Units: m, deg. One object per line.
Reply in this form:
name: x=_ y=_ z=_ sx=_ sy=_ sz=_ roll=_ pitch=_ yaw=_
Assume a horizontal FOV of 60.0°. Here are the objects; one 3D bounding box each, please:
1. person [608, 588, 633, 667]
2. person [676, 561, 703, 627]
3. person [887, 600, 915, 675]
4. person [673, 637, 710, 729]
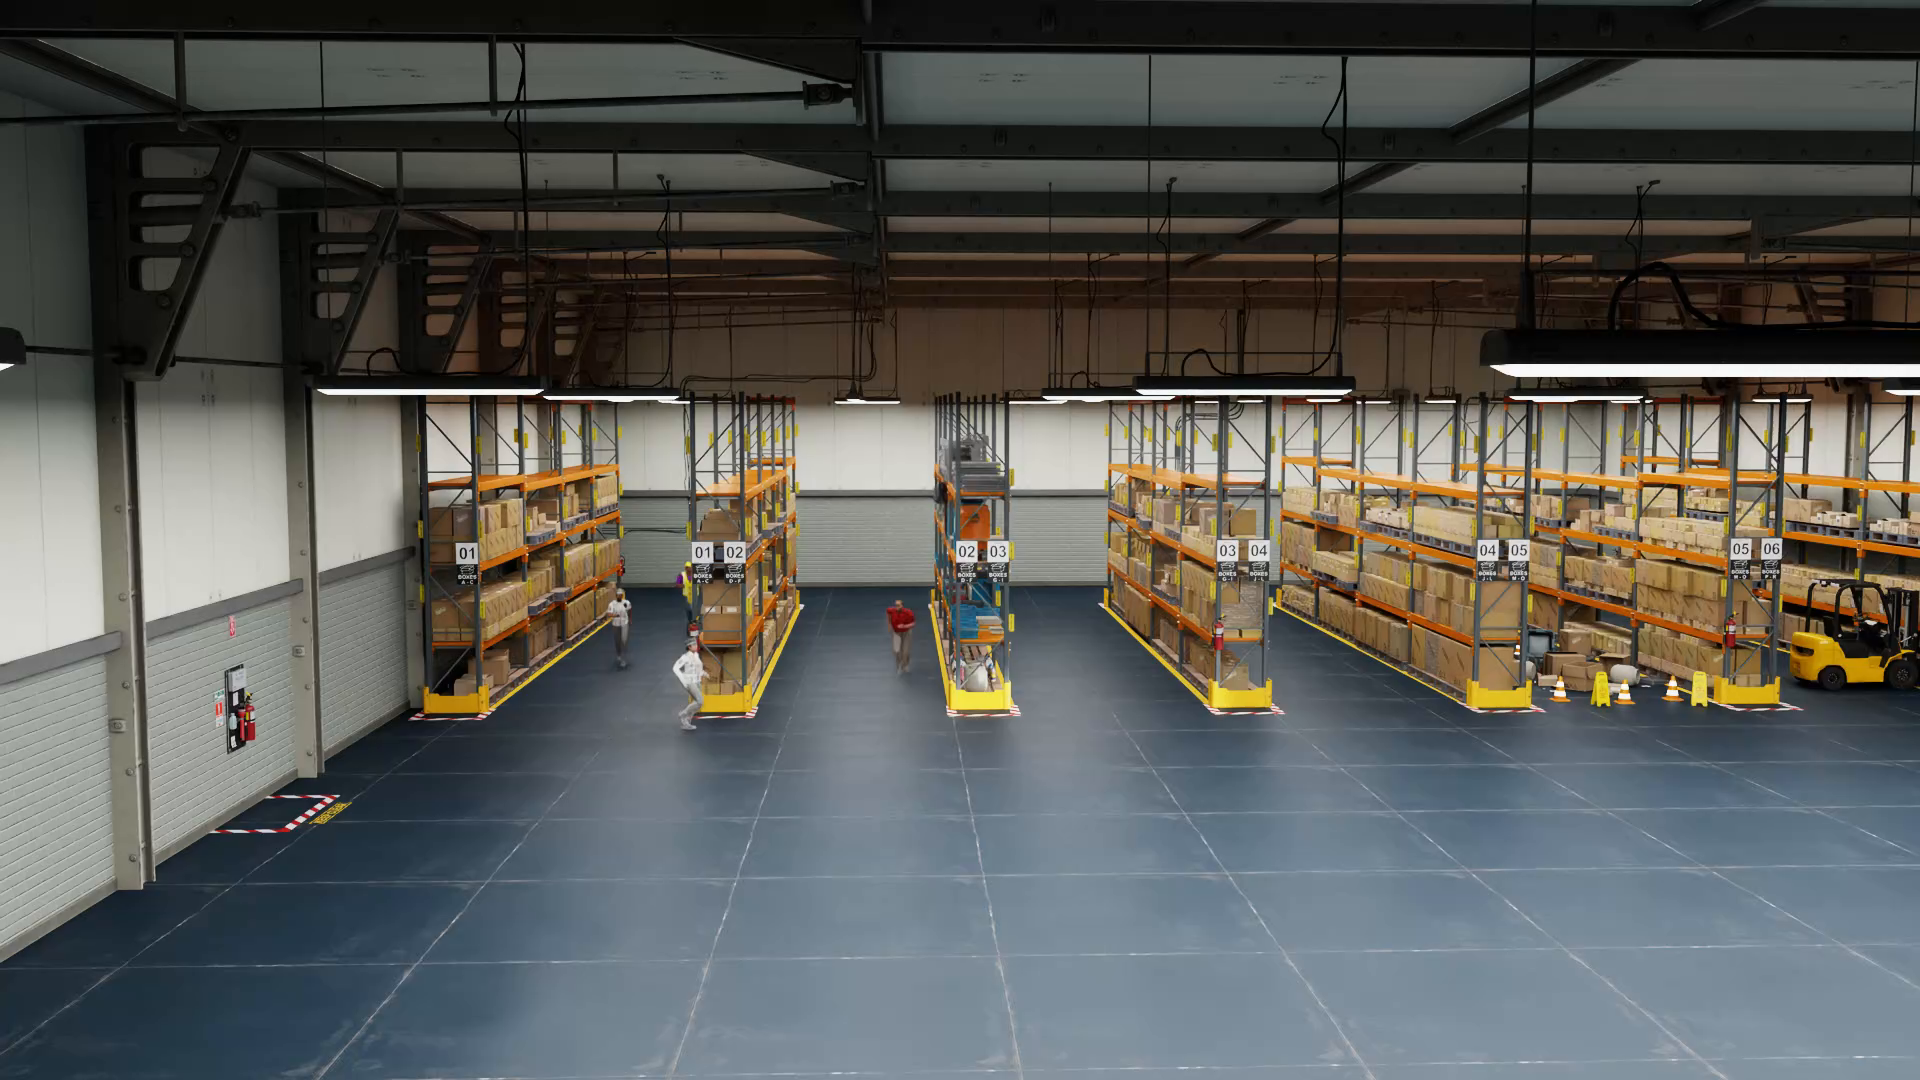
person: x=-7.528 y=1.929 z=36.846 sx=0.521 sy=1.749 sz=0.847 roll=-1 pitch=5 yaw=-7
person: x=-6.901 y=1.444 z=42.507 sx=0.659 sy=1.812 sz=0.832 roll=0 pitch=5 yaw=3
person: x=-1.255 y=2.092 z=35.505 sx=0.681 sy=1.702 sz=0.932 roll=1 pitch=5 yaw=11
person: x=-4.693 y=2.536 z=29.399 sx=0.557 sy=1.649 sz=0.606 roll=2 pitch=5 yaw=21
